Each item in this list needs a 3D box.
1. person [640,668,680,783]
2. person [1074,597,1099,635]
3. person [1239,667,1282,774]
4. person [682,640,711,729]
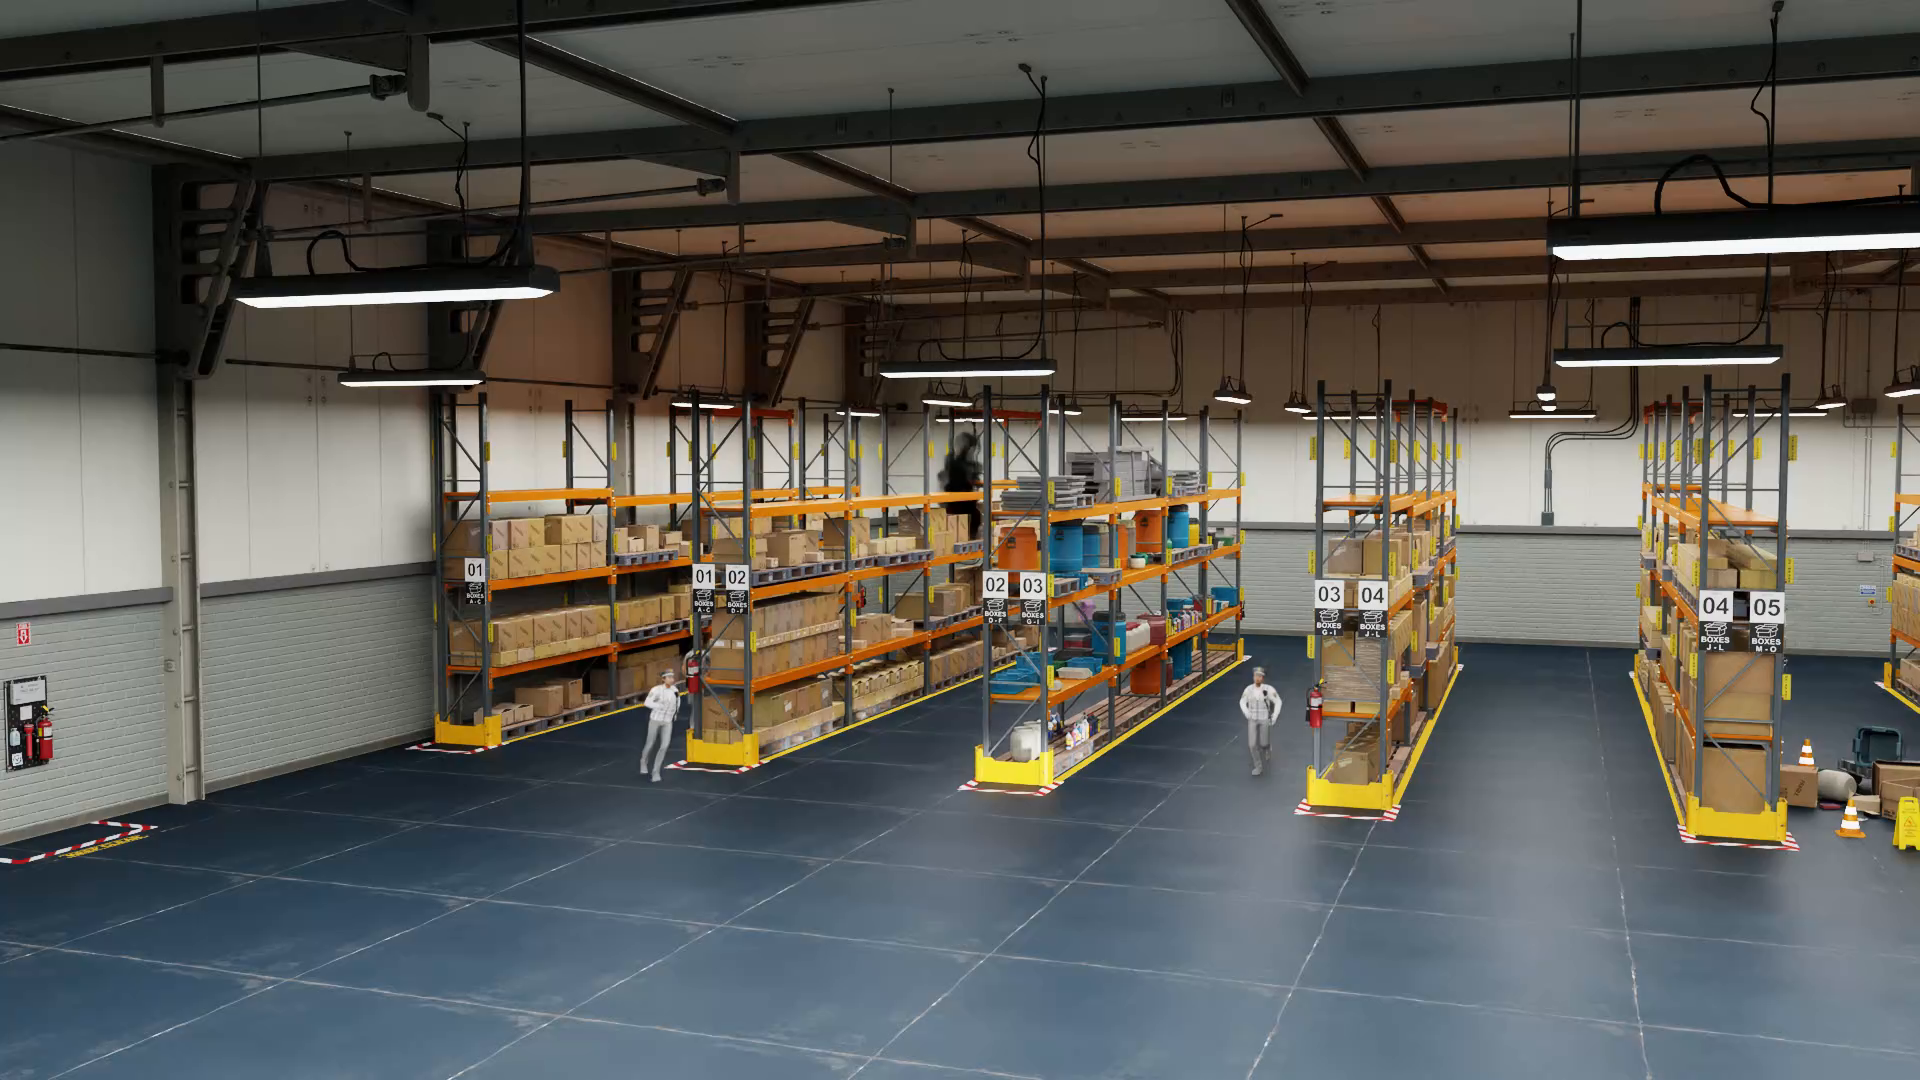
[{"bbox_3d":[-4.551,2.810,25.530,0.628,1.702,0.794,-1,3,-25],"label":"person"},{"bbox_3d":[3.258,2.006,41.508,0.573,1.584,0.753,-2,4,-39],"label":"person"},{"bbox_3d":[4.670,2.805,25.928,0.652,1.666,0.580,1,3,21],"label":"person"},{"bbox_3d":[-4.772,2.597,30.217,0.547,1.652,0.997,1,3,11],"label":"person"}]
